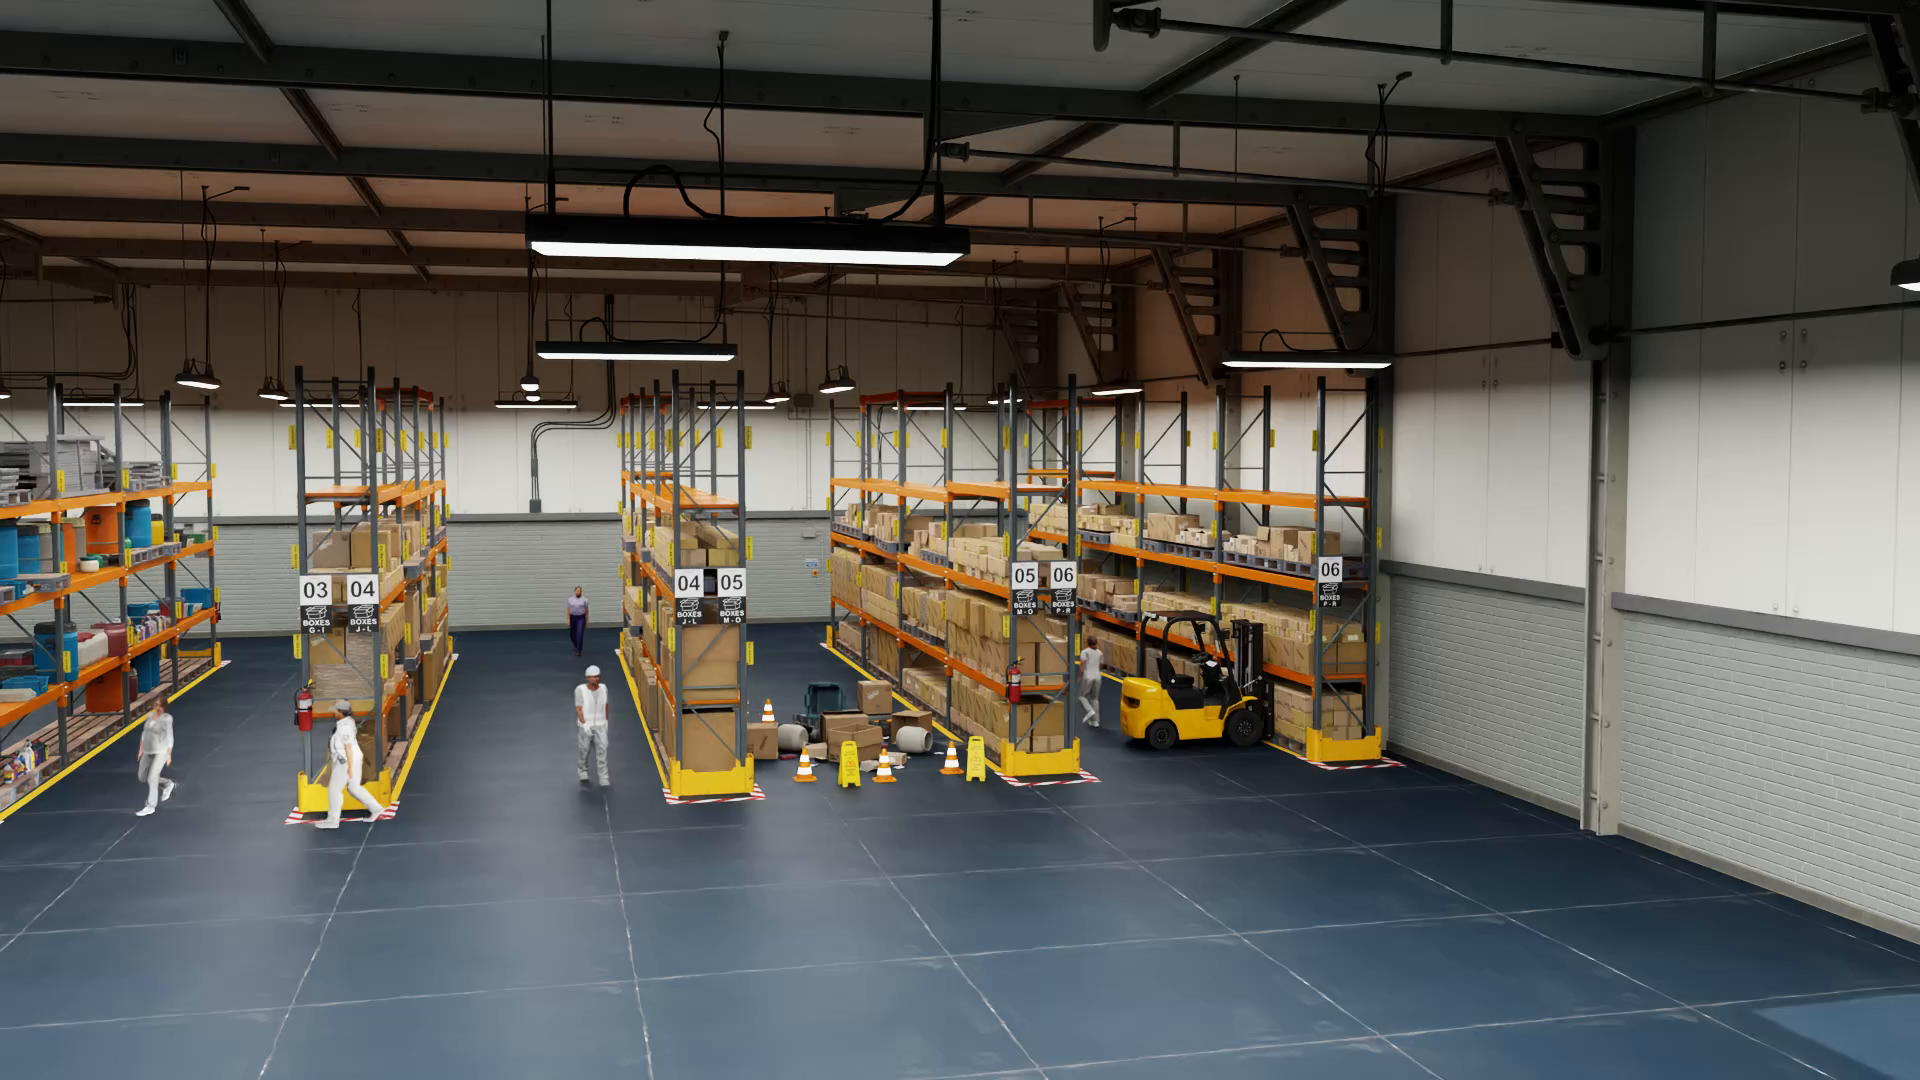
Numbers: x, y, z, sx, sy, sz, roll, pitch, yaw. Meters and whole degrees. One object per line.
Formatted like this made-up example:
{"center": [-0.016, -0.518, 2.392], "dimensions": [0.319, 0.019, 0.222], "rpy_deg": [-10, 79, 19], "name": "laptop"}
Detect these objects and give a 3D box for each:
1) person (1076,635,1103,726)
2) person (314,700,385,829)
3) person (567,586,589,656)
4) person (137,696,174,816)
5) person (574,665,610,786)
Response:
{"center": [2.303, 2.471, 29.387], "dimensions": [0.531, 1.570, 0.725], "rpy_deg": [-1, 4, -13], "name": "person"}
{"center": [-7.936, 2.892, 21.596], "dimensions": [0.823, 1.640, 0.486], "rpy_deg": [-1, 3, -10], "name": "person"}
{"center": [-8.913, 1.871, 38.764], "dimensions": [0.475, 1.604, 0.924], "rpy_deg": [0, 3, 0], "name": "person"}
{"center": [-10.813, 2.879, 22.376], "dimensions": [0.430, 1.577, 0.665], "rpy_deg": [1, 4, 18], "name": "person"}
{"center": [-5.294, 2.681, 24.097], "dimensions": [0.552, 1.717, 1.030], "rpy_deg": [-2, 4, -29], "name": "person"}
